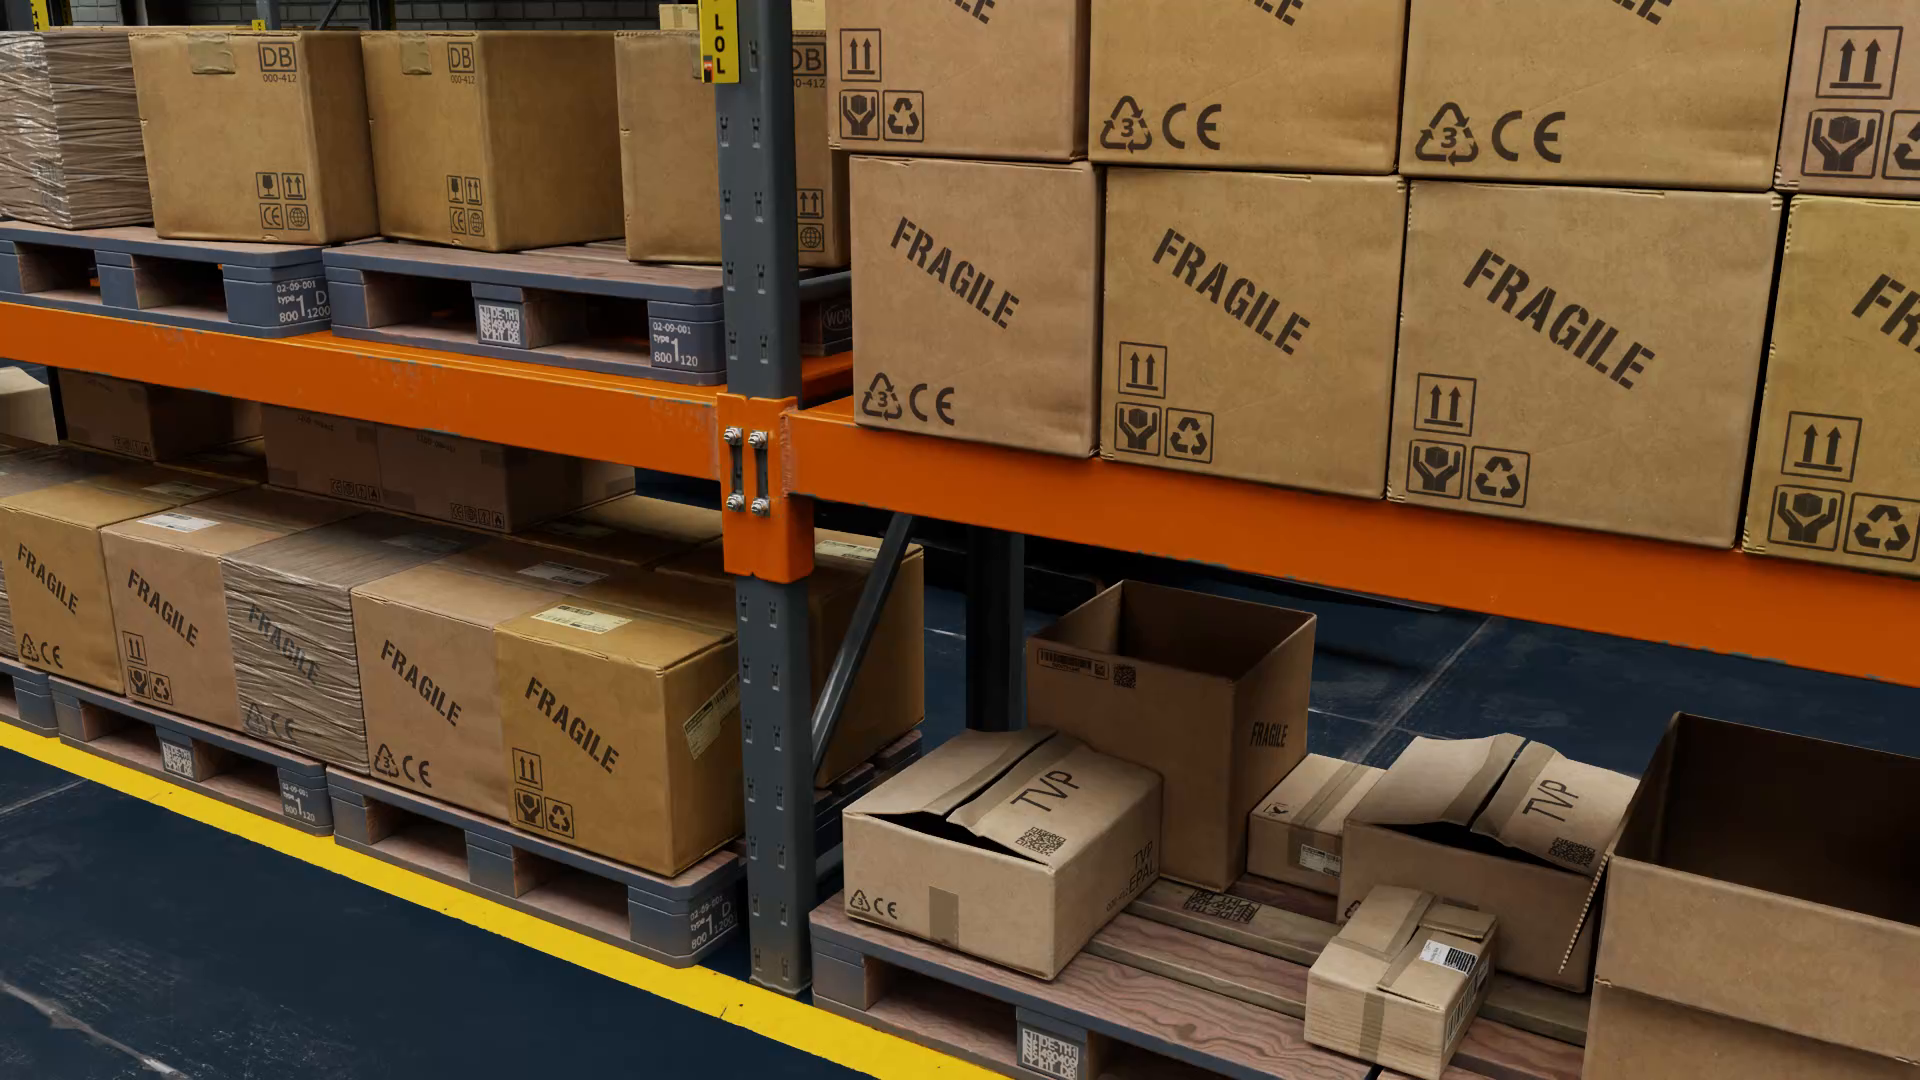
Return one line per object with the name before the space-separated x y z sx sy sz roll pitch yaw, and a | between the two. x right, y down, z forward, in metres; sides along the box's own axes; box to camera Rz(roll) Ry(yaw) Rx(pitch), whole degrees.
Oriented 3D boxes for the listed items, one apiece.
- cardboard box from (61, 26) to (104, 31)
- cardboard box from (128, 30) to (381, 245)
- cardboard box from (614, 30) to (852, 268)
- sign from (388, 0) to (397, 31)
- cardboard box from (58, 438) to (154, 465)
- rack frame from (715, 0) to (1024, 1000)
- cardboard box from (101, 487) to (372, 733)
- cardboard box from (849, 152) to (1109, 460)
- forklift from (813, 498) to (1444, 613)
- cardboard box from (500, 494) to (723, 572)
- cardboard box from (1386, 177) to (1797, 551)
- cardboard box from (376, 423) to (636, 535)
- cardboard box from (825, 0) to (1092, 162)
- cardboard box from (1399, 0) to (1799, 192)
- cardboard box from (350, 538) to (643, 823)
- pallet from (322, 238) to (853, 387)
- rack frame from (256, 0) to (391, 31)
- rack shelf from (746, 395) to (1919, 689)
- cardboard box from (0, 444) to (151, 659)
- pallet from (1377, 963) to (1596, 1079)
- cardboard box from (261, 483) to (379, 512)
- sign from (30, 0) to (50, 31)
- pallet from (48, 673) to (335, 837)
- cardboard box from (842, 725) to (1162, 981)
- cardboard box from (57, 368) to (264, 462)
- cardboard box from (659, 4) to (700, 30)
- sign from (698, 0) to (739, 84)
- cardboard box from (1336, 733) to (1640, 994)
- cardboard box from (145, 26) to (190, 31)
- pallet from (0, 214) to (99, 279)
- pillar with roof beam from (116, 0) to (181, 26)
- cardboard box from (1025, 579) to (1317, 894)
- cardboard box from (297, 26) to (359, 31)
cardboard box | -6.236 -3.541 12.311 0.500 0.500 0.500 11 20 32
cardboard box | -1.686 -1.074 4.362 0.500 0.500 0.700 5 18 16
cardboard box | -0.435 -0.948 3.947 0.500 0.500 0.700 4 17 12
sign | -4.088 -3.708 11.936 0.005 0.325 0.100 10 20 30
cardboard box | -2.637 -0.111 5.629 0.500 0.500 0.500 11 20 32
rack frame | -0.148 -0.572 3.603 0.127 3.000 1.000 10 20 30
cardboard box | -1.997 0.179 4.675 0.500 0.500 0.500 9 19 28
cardboard box | 0.144 -0.475 3.111 0.500 0.500 0.500 11 20 31
forklift | 0.509 -1.295 6.101 3.031 2.935 1.130 12 21 34
cardboard box | -0.893 0.201 4.602 0.500 0.500 0.500 10 20 31
cardboard box | 1.007 -0.321 2.605 0.500 0.500 0.500 10 20 30
cardboard box | -1.285 -0.231 4.735 0.500 0.250 0.500 10 20 30
cardboard box | 0.106 -0.957 2.978 0.500 0.500 0.500 11 20 31
cardboard box | 0.984 -0.800 2.462 0.500 0.500 0.500 9 19 28
cardboard box | -1.135 0.332 4.170 0.500 0.500 0.500 10 20 30
pallet | -0.772 -0.629 4.120 1.213 0.211 1.003 10 20 30
rack frame | -4.376 -3.016 11.650 0.127 3.000 1.000 10 20 30
rack shelf | 1.556 0.076 2.706 4.000 0.370 1.077 10 20 30
cardboard box | -2.869 0.023 5.187 0.500 0.500 0.500 9 19 28
pallet | 1.480 1.052 3.054 1.213 0.211 1.003 10 20 30
cardboard box | -1.745 0.046 5.112 0.500 0.500 0.500 9 19 28
sign | -3.280 -1.832 5.897 0.005 0.325 0.100 10 20 30
pallet | -1.905 0.463 4.995 1.213 0.211 1.003 10 20 30
cardboard box | 0.097 0.621 3.544 0.500 0.311 0.500 10 20 30
cardboard box | -2.586 -0.462 5.495 0.500 0.250 0.500 11 20 32
cardboard box | -1.559 -3.067 9.772 0.250 0.149 0.380 7 18 21
sign | -0.435 -0.988 2.981 0.005 0.325 0.100 10 20 30
cardboard box | 1.125 0.635 3.501 0.500 0.311 0.500 10 20 30
cardboard box | -5.369 -3.383 11.790 0.500 0.500 0.500 10 20 30
pallet | -2.942 -1.003 5.352 1.003 0.211 1.213 10 20 30
pillar with roof beam | -8.988 -5.537 9.626 0.400 9.000 9.100 10 20 30
cardboard box | 0.486 0.430 3.849 0.500 0.500 0.500 10 20 30
cardboard box | -4.667 -3.436 11.966 0.500 0.500 0.500 10 19 29
